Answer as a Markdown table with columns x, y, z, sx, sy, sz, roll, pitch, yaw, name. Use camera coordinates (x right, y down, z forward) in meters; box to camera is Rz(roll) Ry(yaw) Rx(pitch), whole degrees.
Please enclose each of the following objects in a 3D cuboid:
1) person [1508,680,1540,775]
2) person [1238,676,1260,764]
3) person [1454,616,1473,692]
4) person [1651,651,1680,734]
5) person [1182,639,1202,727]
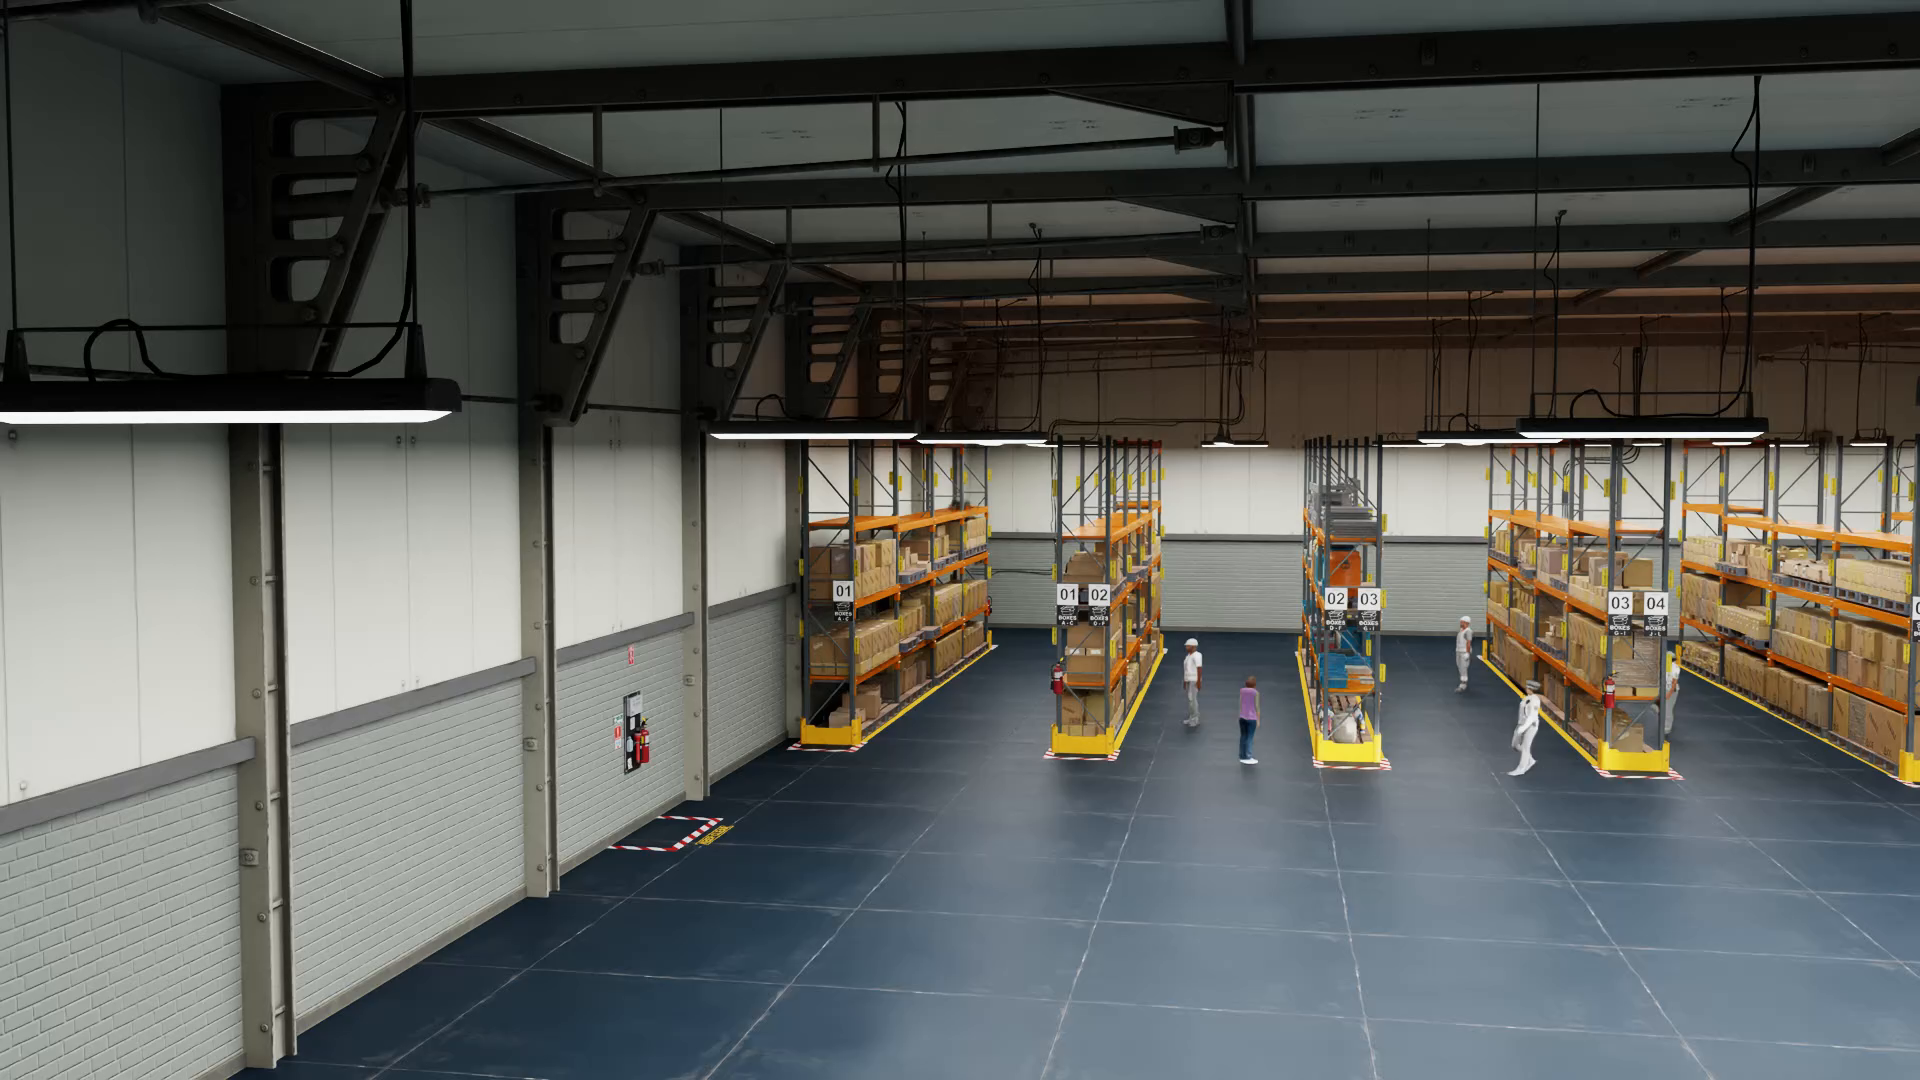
| x | y | z | sx | sy | sz | roll | pitch | yaw | name |
| --- | --- | --- | --- | --- | --- | --- | --- | --- | --- |
| 9.935 | 3.298 | 29.285 | 0.591 | 1.663 | 0.541 | -1 | 3 | -20 | person |
| 5.267 | 3.280 | 30.327 | 0.441 | 1.607 | 0.326 | 3 | 4 | 41 | person |
| 11.878 | 2.697 | 39.477 | 0.598 | 1.789 | 0.547 | -1 | 3 | -21 | person |
| 14.286 | 3.083 | 33.646 | 0.502 | 1.681 | 0.543 | -1 | 3 | -20 | person |
| 4.843 | 2.969 | 34.730 | 0.384 | 1.801 | 0.657 | -1 | 3 | -10 | person |
